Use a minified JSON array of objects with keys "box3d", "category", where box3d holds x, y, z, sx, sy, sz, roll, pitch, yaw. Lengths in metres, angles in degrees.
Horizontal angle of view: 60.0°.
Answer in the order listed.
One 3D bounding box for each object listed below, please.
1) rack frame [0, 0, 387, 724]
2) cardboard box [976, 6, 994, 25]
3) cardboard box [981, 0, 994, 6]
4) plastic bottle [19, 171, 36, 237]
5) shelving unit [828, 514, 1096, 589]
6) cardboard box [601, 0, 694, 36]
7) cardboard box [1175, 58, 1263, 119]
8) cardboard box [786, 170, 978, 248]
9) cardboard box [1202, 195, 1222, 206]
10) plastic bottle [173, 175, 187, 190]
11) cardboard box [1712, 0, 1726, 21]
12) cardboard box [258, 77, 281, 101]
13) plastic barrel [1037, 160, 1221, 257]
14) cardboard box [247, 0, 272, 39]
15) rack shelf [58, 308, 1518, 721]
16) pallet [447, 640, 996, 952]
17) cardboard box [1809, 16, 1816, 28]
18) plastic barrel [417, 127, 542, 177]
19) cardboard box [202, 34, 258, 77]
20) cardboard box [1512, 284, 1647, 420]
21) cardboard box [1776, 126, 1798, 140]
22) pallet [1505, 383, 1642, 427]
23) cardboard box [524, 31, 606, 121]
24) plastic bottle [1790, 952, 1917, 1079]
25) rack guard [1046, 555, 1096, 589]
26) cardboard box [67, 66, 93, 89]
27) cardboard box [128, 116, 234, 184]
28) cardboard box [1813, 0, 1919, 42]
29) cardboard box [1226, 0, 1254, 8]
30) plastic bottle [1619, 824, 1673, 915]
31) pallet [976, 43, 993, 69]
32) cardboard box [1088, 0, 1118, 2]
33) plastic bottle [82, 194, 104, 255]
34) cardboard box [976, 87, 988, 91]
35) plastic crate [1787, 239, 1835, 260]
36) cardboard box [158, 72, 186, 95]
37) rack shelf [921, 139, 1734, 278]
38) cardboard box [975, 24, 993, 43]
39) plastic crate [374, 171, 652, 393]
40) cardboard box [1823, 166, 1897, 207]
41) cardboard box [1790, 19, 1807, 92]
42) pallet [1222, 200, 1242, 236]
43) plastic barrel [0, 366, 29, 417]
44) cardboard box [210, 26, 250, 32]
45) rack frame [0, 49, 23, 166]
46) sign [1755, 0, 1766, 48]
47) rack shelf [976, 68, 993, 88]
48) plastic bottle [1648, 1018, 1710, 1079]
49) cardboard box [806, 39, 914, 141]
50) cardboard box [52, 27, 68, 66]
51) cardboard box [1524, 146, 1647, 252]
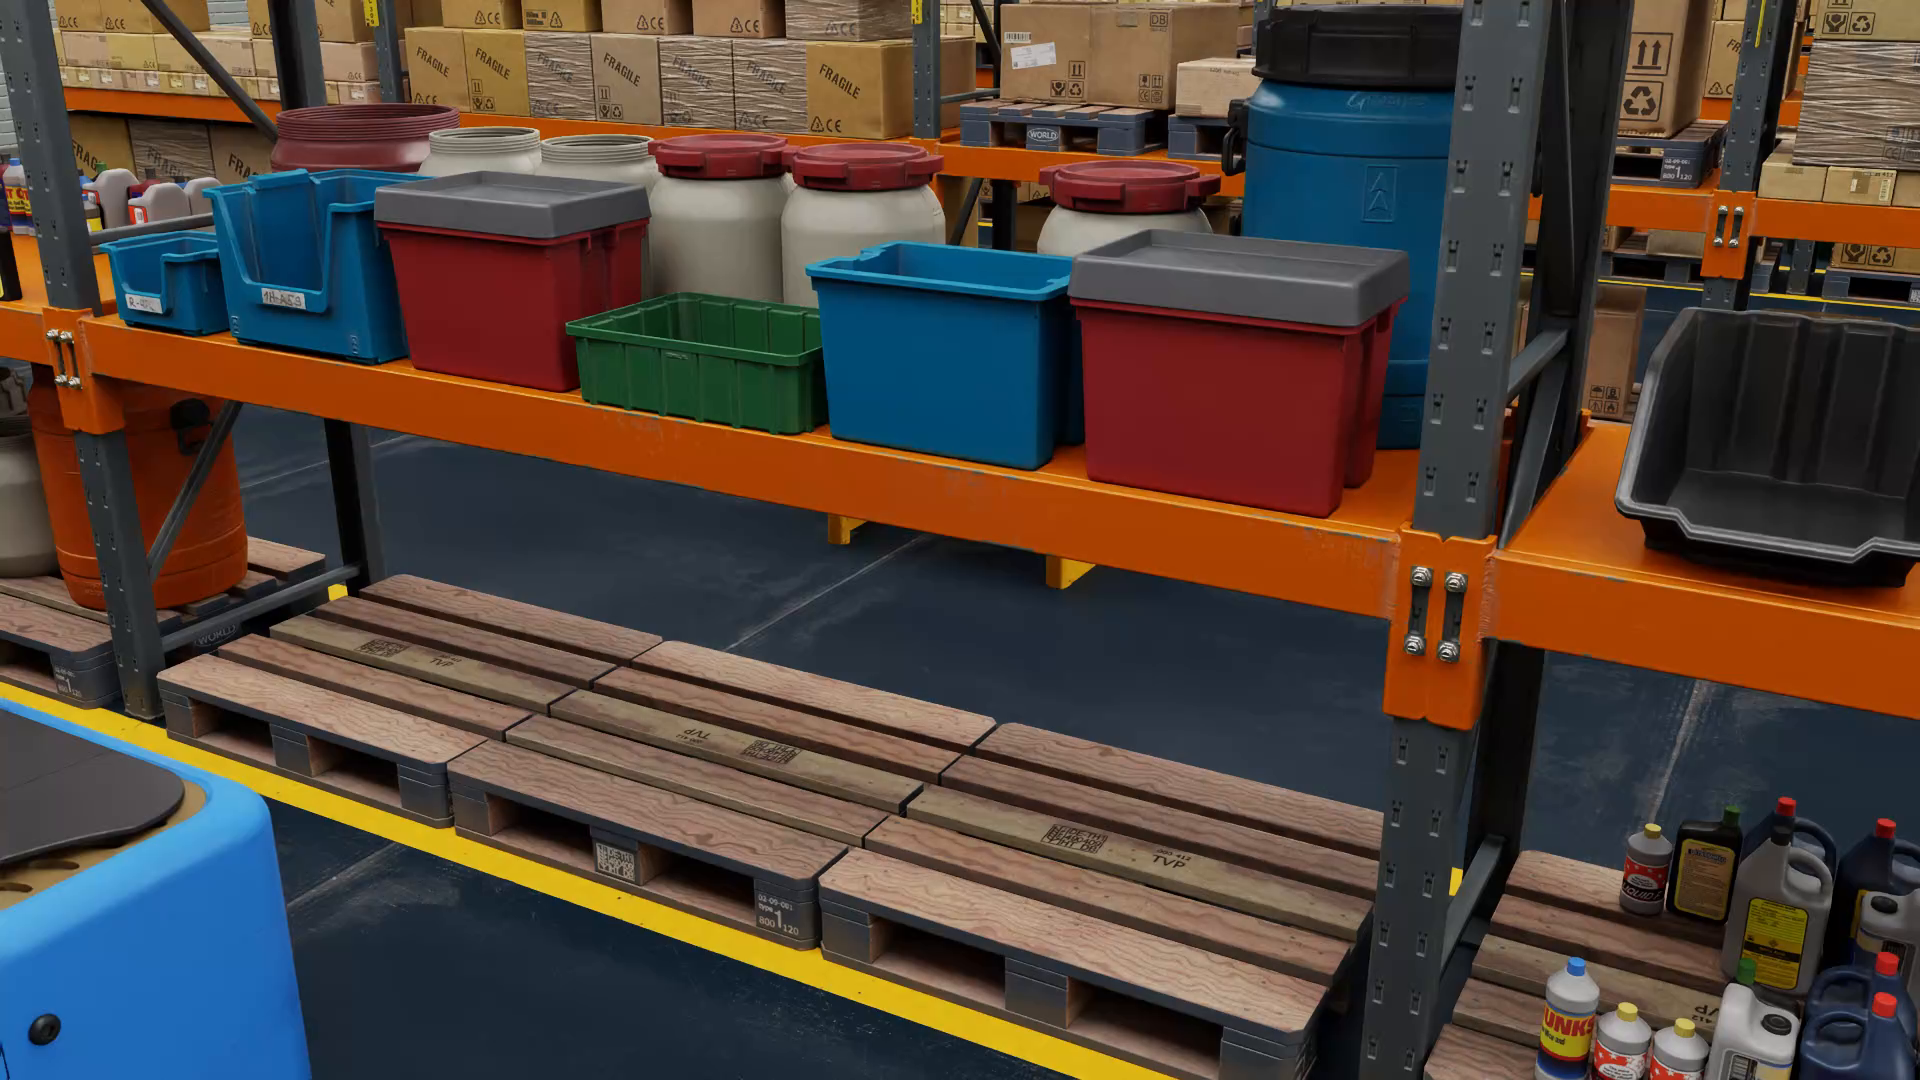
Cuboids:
[{"box3d":[-2.371,-0.988,5.189,0.127,3.000,1.000,11,23,27],"category":"rack frame"},{"box3d":[0.327,-4.387,13.877,0.250,0.149,0.380,10,22,26],"category":"cardboard box"},{"box3d":[0.308,-4.529,13.832,0.250,0.149,0.380,12,23,29],"category":"cardboard box"},{"box3d":[-3.401,-1.260,6.129,0.097,0.271,0.097,0,20,0],"category":"plastic bottle"},{"box3d":[0.067,-0.692,6.574,1.083,1.500,0.587,11,23,27],"category":"shelving unit"},{"box3d":[-1.742,-3.326,10.017,0.637,0.503,0.797,12,23,29],"category":"cardboard box"},{"box3d":[1.395,-2.242,8.251,0.500,0.250,0.500,10,22,26],"category":"cardboard box"},{"box3d":[-0.548,-1.782,9.878,0.875,0.875,1.225,10,22,25],"category":"cardboard box"},{"box3d":[1.849,-2.976,13.720,0.500,0.500,0.500,11,23,27],"category":"cardboard box"},{"box3d":[-2.679,-1.123,5.750,0.097,0.271,0.097,0,20,0],"category":"plastic bottle"},{"box3d":[5.157,-3.940,11.714,0.500,0.500,0.700,10,22,26],"category":"cardboard box"},{"box3d":[-4.547,-3.091,11.355,0.250,0.149,0.380,11,23,28],"category":"cardboard box"},{"box3d":[0.393,-0.611,3.951,0.433,0.535,0.433,0,20,0],"category":"plastic barrel"},{"box3d":[-4.415,-3.631,11.159,0.500,0.500,0.500,11,23,28],"category":"cardboard box"},{"box3d":[-0.625,-0.317,4.395,4.000,0.370,1.077,11,23,27],"category":"rack shelf"},{"box3d":[-0.653,0.667,4.717,1.213,0.211,1.003,11,23,27],"category":"pallet"},{"box3d":[10.219,-6.161,19.671,0.500,0.250,0.500,11,23,29],"category":"cardboard box"},{"box3d":[-1.369,-0.933,4.874,0.421,0.512,0.421,0,20,0],"category":"plastic barrel"},{"box3d":[-4.860,-3.362,11.519,0.500,0.250,0.500,11,23,28],"category":"cardboard box"},{"box3d":[3.011,-0.937,8.071,0.500,0.500,0.700,9,22,23],"category":"cardboard box"},{"box3d":[7.910,-3.796,16.168,0.625,0.372,0.950,11,23,28],"category":"cardboard box"},{"box3d":[2.856,-0.615,8.251,1.213,0.211,1.003,11,23,27],"category":"pallet"},{"box3d":[-2.292,-2.857,10.195,0.500,0.500,0.500,10,22,26],"category":"cardboard box"},{"box3d":[1.693,0.931,3.140,0.185,0.351,0.144,11,23,27],"category":"plastic bottle"},{"box3d":[0.501,-0.022,6.559,0.087,0.250,0.587,11,23,27],"category":"rack guard"},{"box3d":[-6.343,-3.433,12.297,0.250,0.149,0.380,10,22,26],"category":"cardboard box"},{"box3d":[-5.548,-2.757,12.567,0.875,0.875,0.875,11,23,27],"category":"cardboard box"},{"box3d":[3.805,-2.303,6.767,0.500,0.500,0.500,11,23,27],"category":"cardboard box"},{"box3d":[2.239,-4.416,13.521,0.250,0.149,0.380,11,23,27],"category":"cardboard box"},{"box3d":[1.589,0.754,3.847,0.097,0.201,0.097,0,20,0],"category":"plastic bottle"},{"box3d":[0.803,-4.149,14.185,1.213,0.211,1.003,11,23,27],"category":"pallet"},{"box3d":[1.218,-4.355,13.353,0.250,0.149,0.380,12,23,29],"category":"cardboard box"},{"box3d":[-3.040,-1.099,5.788,0.097,0.201,0.097,0,20,0],"category":"plastic bottle"},{"box3d":[0.107,-5.356,20.372,0.875,0.438,0.875,10,22,26],"category":"cardboard box"},{"box3d":[6.834,-2.323,12.910,0.450,0.188,0.662,-22,27,-25],"category":"plastic crate"},{"box3d":[-5.447,-3.262,11.827,0.250,0.149,0.380,10,22,26],"category":"cardboard box"},{"box3d":[1.790,-1.791,8.460,4.000,0.370,1.077,11,23,27],"category":"rack shelf"},{"box3d":[0.321,-4.248,13.931,0.250,0.149,0.380,10,22,26],"category":"cardboard box"},{"box3d":[-1.110,-0.658,4.186,0.583,0.464,0.402,11,23,27],"category":"plastic crate"},{"box3d":[3.789,-1.508,6.992,0.250,0.149,0.380,11,23,27],"category":"cardboard box"},{"box3d":[5.716,-3.471,11.889,0.500,0.500,0.500,11,23,28],"category":"cardboard box"},{"box3d":[1.870,-2.741,14.113,1.213,0.211,1.003,11,23,27],"category":"pallet"},{"box3d":[-3.793,-0.316,6.257,0.708,0.588,0.600,11,23,27],"category":"plastic barrel"},{"box3d":[-5.500,-3.691,12.426,0.500,0.250,0.500,10,22,25],"category":"cardboard box"},{"box3d":[-6.940,-3.793,12.922,0.127,3.000,1.000,11,23,27],"category":"rack frame"},{"box3d":[3.269,-2.175,6.766,0.005,0.325,0.100,11,23,27],"category":"sign"},{"box3d":[0.805,-3.916,14.318,4.000,0.370,1.077,11,23,27],"category":"rack shelf"},{"box3d":[1.363,1.003,3.158,0.097,0.201,0.097,0,20,0],"category":"plastic bottle"},{"box3d":[-0.507,-2.517,9.260,0.500,0.500,0.500,12,23,29],"category":"cardboard box"},{"box3d":[-6.653,-3.702,12.455,0.500,0.250,0.500,10,22,26],"category":"cardboard box"},{"box3d":[4.617,-2.635,12.413,0.750,0.750,1.050,11,23,27],"category":"cardboard box"}]
